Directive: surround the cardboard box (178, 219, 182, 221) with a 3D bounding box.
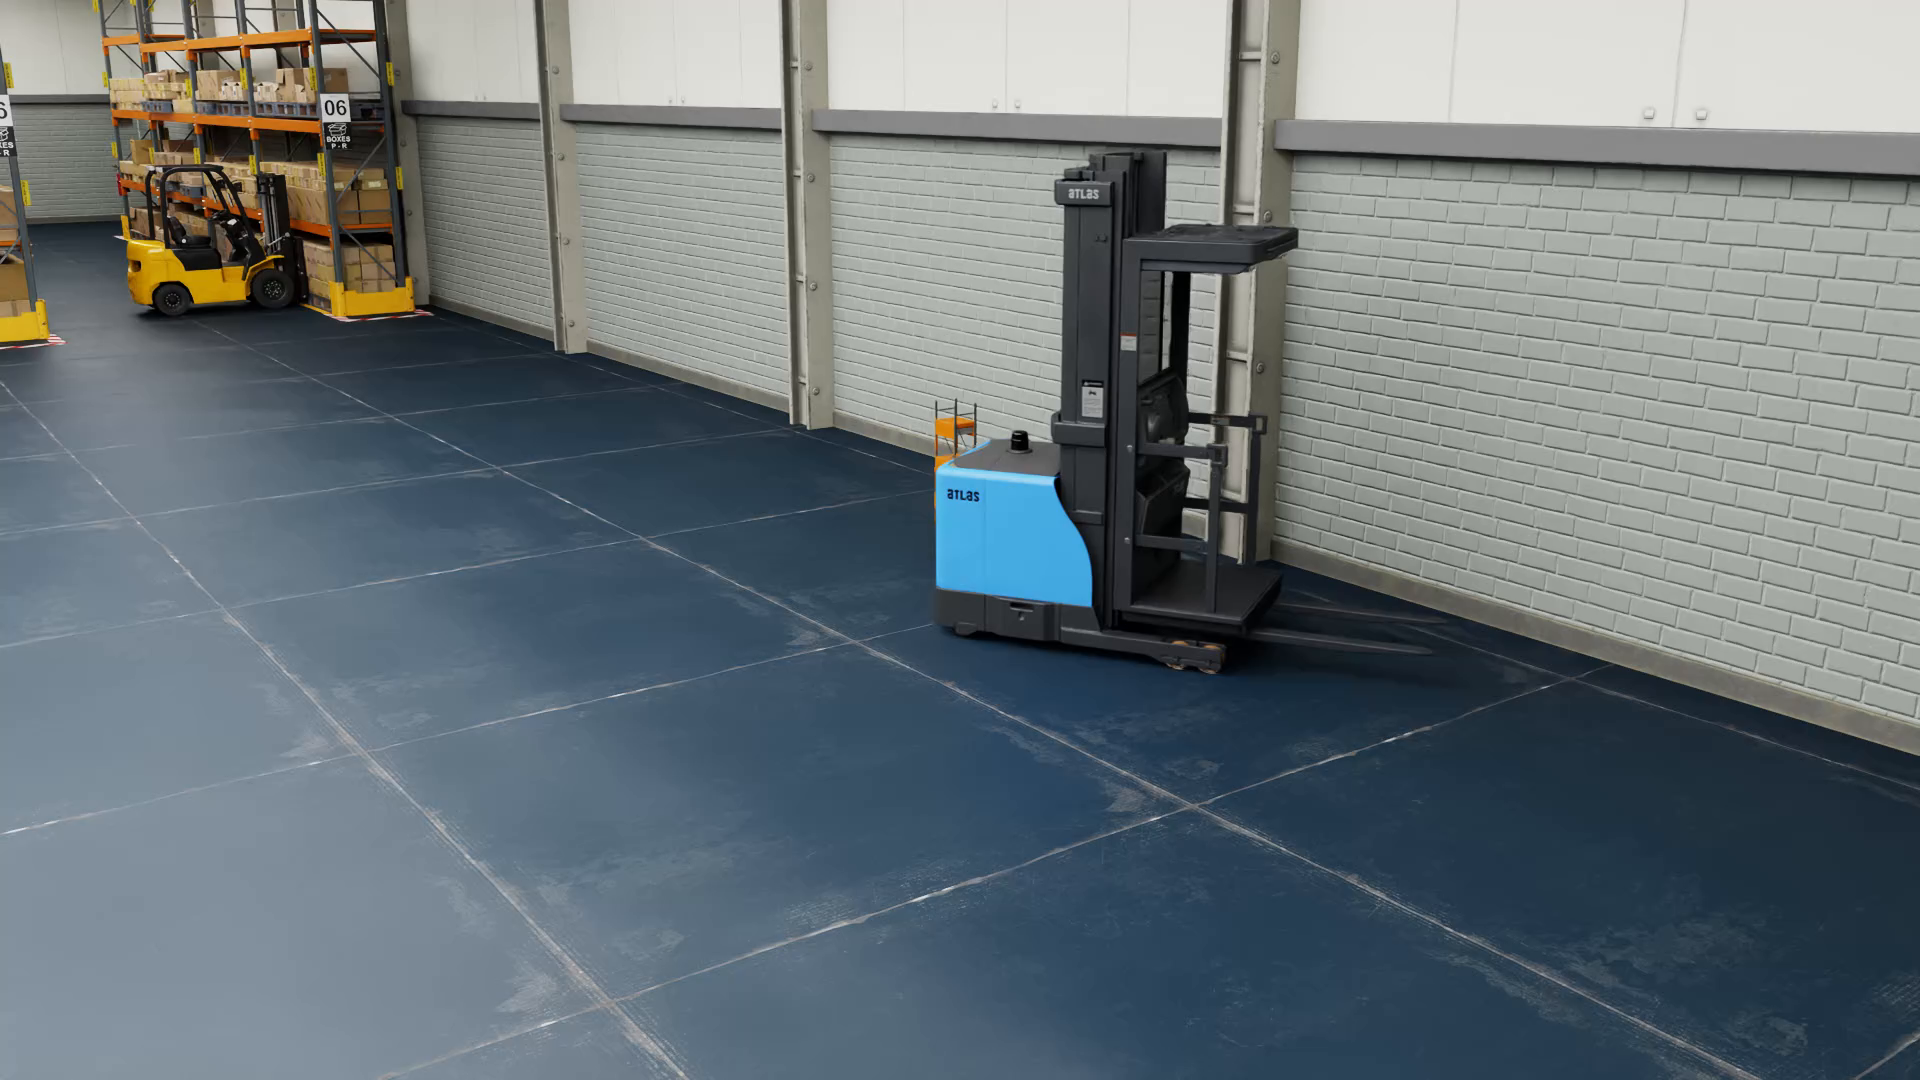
[{"bbox_3d":[-15.500,-6.197,33.475,0.500,0.500,0.500,-11,19,-35],"label":"cardboard box"}]

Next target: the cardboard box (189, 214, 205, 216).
[{"bbox_3d":[-14.927,-6.320,32.697,0.380,0.149,0.250,-11,19,-34],"label":"cardboard box"}]

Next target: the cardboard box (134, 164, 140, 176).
[{"bbox_3d":[-17.312,-7.916,35.536,0.500,0.250,0.500,-11,19,-36],"label":"cardboard box"}]

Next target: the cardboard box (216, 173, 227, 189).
[{"bbox_3d":[-12.922,-6.411,29.654,0.500,0.250,0.500,-11,19,-36],"label":"cardboard box"}]

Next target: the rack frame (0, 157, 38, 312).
[{"bbox_3d":[-12.881,-4.117,21.936,1.000,3.000,0.127,-11,19,-35],"label":"rack frame"}]

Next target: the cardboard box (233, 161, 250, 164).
[{"bbox_3d":[-13.217,-6.919,30.757,0.380,0.149,0.250,-10,18,-33],"label":"cardboard box"}]

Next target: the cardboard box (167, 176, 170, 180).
[{"bbox_3d":[-15.417,-7.232,32.776,0.396,0.266,0.258,-10,18,-32],"label":"cardboard box"}]

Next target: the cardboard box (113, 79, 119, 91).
[{"bbox_3d":[-17.934,-9.818,35.859,0.500,0.250,0.500,-11,19,-35],"label":"cardboard box"}]

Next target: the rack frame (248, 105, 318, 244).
[{"bbox_3d":[-11.220,-5.742,27.874,1.000,3.000,0.127,-11,19,-35],"label":"rack frame"}]

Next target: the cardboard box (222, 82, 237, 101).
[{"bbox_3d":[-12.294,-7.677,28.447,0.500,0.311,0.500,-12,19,-36],"label":"cardboard box"}]

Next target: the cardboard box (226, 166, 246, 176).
[{"bbox_3d":[-12.594,-6.455,29.059,0.380,0.149,0.250,-11,19,-36],"label":"cardboard box"}]

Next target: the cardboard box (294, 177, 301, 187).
[{"bbox_3d":[-10.073,-5.550,25.753,0.380,0.149,0.250,-11,19,-34],"label":"cardboard box"}]

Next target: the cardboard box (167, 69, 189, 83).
[{"bbox_3d":[-15.688,-9.315,33.390,0.396,0.266,0.258,-11,19,-35],"label":"cardboard box"}]

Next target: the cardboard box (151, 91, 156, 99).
[{"bbox_3d":[-15.638,-8.735,32.616,0.380,0.149,0.250,-11,19,-34],"label":"cardboard box"}]

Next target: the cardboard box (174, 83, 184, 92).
[{"bbox_3d":[-14.626,-8.558,31.444,0.380,0.149,0.250,-11,19,-36],"label":"cardboard box"}]

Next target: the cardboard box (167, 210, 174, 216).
[{"bbox_3d":[-15.928,-6.642,33.874,0.380,0.149,0.250,-10,18,-32],"label":"cardboard box"}]

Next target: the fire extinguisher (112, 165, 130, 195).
[{"bbox_3d":[-18.736,-8.047,37.149,0.296,0.674,0.183,-11,19,-35],"label":"fire extinguisher"}]

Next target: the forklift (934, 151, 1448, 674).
[{"bbox_3d":[1.402,-0.791,9.914,3.031,2.935,1.130,6,17,22],"label":"forklift"}]

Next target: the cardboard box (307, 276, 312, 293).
[{"bbox_3d":[-9.972,-4.032,26.037,0.500,0.250,0.500,-11,19,-34],"label":"cardboard box"}]

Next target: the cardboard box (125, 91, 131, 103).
[{"bbox_3d":[-17.307,-9.362,35.138,0.500,0.250,0.500,-11,19,-35],"label":"cardboard box"}]

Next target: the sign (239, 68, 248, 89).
[{"bbox_3d":[-11.653,-7.504,27.053,0.100,0.325,0.005,-11,19,-35],"label":"sign"}]

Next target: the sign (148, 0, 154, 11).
[{"bbox_3d":[-17.815,-11.807,36.599,0.100,0.325,0.005,-11,19,-35],"label":"sign"}]

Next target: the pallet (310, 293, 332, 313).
[{"bbox_3d":[-9.352,-3.700,25.694,1.003,0.211,1.213,-11,19,-35],"label":"pallet"}]

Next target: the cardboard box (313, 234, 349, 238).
[{"bbox_3d":[-10.178,-4.810,26.986,0.500,0.250,0.500,-11,19,-34],"label":"cardboard box"}]

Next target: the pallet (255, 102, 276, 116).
[{"bbox_3d":[-10.698,-6.968,26.839,1.003,0.211,1.213,-11,19,-35],"label":"pallet"}]

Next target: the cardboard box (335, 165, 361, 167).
[{"bbox_3d":[-9.569,-5.792,26.073,0.380,0.149,0.250,-11,19,-36],"label":"cardboard box"}]

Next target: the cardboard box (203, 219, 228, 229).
[{"bbox_3d":[-14.067,-5.972,31.426,0.380,0.149,0.250,-12,19,-37],"label":"cardboard box"}]

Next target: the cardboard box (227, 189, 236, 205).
[{"bbox_3d":[-12.605,-6.063,29.331,0.500,0.250,0.500,-10,18,-33],"label":"cardboard box"}]

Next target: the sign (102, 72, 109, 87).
[{"bbox_3d":[-18.715,-10.089,36.417,0.100,0.325,0.005,-11,19,-35],"label":"sign"}]

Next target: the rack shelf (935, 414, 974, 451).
[{"bbox_3d":[-0.032,-0.781,12.407,0.215,0.259,0.240,-11,19,-35],"label":"rack shelf"}]

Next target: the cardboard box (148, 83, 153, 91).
[{"bbox_3d":[-15.774,-8.932,32.774,0.380,0.149,0.250,-11,19,-36],"label":"cardboard box"}]

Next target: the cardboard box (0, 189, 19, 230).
[{"bbox_3d":[-12.935,-4.453,22.410,0.500,0.500,0.500,-11,19,-35],"label":"cardboard box"}]

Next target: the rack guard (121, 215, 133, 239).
[{"bbox_3d":[-18.231,-7.083,37.507,1.175,0.500,0.348,-11,19,-35],"label":"rack guard"}]

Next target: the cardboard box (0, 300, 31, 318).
[{"bbox_3d":[-13.132,-3.208,23.029,0.500,0.250,0.500,-11,19,-35],"label":"cardboard box"}]

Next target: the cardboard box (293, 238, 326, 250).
[{"bbox_3d":[-10.293,-4.620,26.294,0.500,0.250,0.500,-11,19,-36],"label":"cardboard box"}]

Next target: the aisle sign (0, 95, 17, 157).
[{"bbox_3d":[-12.594,-5.406,21.720,0.394,0.787,0.004,-11,19,-35],"label":"aisle sign"}]

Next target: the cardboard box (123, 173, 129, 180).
[{"bbox_3d":[-18.304,-8.071,36.858,0.380,0.149,0.250,-11,19,-35],"label":"cardboard box"}]

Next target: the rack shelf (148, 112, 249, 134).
[{"bbox_3d":[-14.748,-8.123,32.254,1.077,0.370,4.000,-11,19,-35],"label":"rack shelf"}]

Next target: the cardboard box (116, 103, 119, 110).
[{"bbox_3d":[-18.276,-9.526,36.493,0.380,0.149,0.250,-10,18,-33],"label":"cardboard box"}]

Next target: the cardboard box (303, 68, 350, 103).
[{"bbox_3d":[-9.326,-6.691,24.483,0.500,0.500,0.500,-10,18,-33],"label":"cardboard box"}]

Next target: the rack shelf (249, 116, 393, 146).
[{"bbox_3d":[-10.044,-6.415,26.013,1.077,0.370,4.000,-11,19,-35],"label":"rack shelf"}]

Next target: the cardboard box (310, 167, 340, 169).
[{"bbox_3d":[-9.681,-5.601,25.375,0.380,0.149,0.250,-11,19,-34],"label":"cardboard box"}]

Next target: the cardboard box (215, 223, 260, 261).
[{"bbox_3d":[-13.216,-5.518,30.759,0.875,0.625,0.625,-10,18,-33],"label":"cardboard box"}]

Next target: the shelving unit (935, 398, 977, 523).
[{"bbox_3d":[-0.031,-0.518,12.479,0.215,1.050,0.252,-11,19,-35],"label":"shelving unit"}]

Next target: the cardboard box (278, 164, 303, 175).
[{"bbox_3d":[-10.646,-5.916,26.526,0.380,0.149,0.250,-11,19,-35],"label":"cardboard box"}]

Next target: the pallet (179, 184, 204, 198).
[{"bbox_3d":[-14.027,-6.638,31.509,1.213,0.211,1.003,-11,19,-35],"label":"pallet"}]

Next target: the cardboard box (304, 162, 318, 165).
[{"bbox_3d":[-10.507,-6.111,27.240,0.380,0.149,0.250,-11,19,-35],"label":"cardboard box"}]

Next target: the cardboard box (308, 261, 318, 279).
[{"bbox_3d":[-9.693,-4.170,25.595,0.500,0.250,0.500,-11,19,-35],"label":"cardboard box"}]

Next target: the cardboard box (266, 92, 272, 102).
[{"bbox_3d":[-10.750,-7.012,26.321,0.380,0.149,0.250,-10,18,-33],"label":"cardboard box"}]

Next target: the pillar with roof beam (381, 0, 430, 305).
[{"bbox_3d":[-12.031,-7.402,22.574,9.100,9.000,0.400,-11,19,-35],"label":"pillar with roof beam"}]

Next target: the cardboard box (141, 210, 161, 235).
[{"bbox_3d":[-17.292,-6.839,35.822,0.500,0.500,0.500,-10,18,-34],"label":"cardboard box"}]

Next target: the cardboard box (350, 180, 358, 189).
[{"bbox_3d":[-9.054,-5.405,25.223,0.380,0.149,0.250,-11,19,-35],"label":"cardboard box"}]

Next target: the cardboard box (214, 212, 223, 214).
[{"bbox_3d":[-14.679,-6.457,33.195,0.380,0.149,0.250,-11,19,-34],"label":"cardboard box"}]
